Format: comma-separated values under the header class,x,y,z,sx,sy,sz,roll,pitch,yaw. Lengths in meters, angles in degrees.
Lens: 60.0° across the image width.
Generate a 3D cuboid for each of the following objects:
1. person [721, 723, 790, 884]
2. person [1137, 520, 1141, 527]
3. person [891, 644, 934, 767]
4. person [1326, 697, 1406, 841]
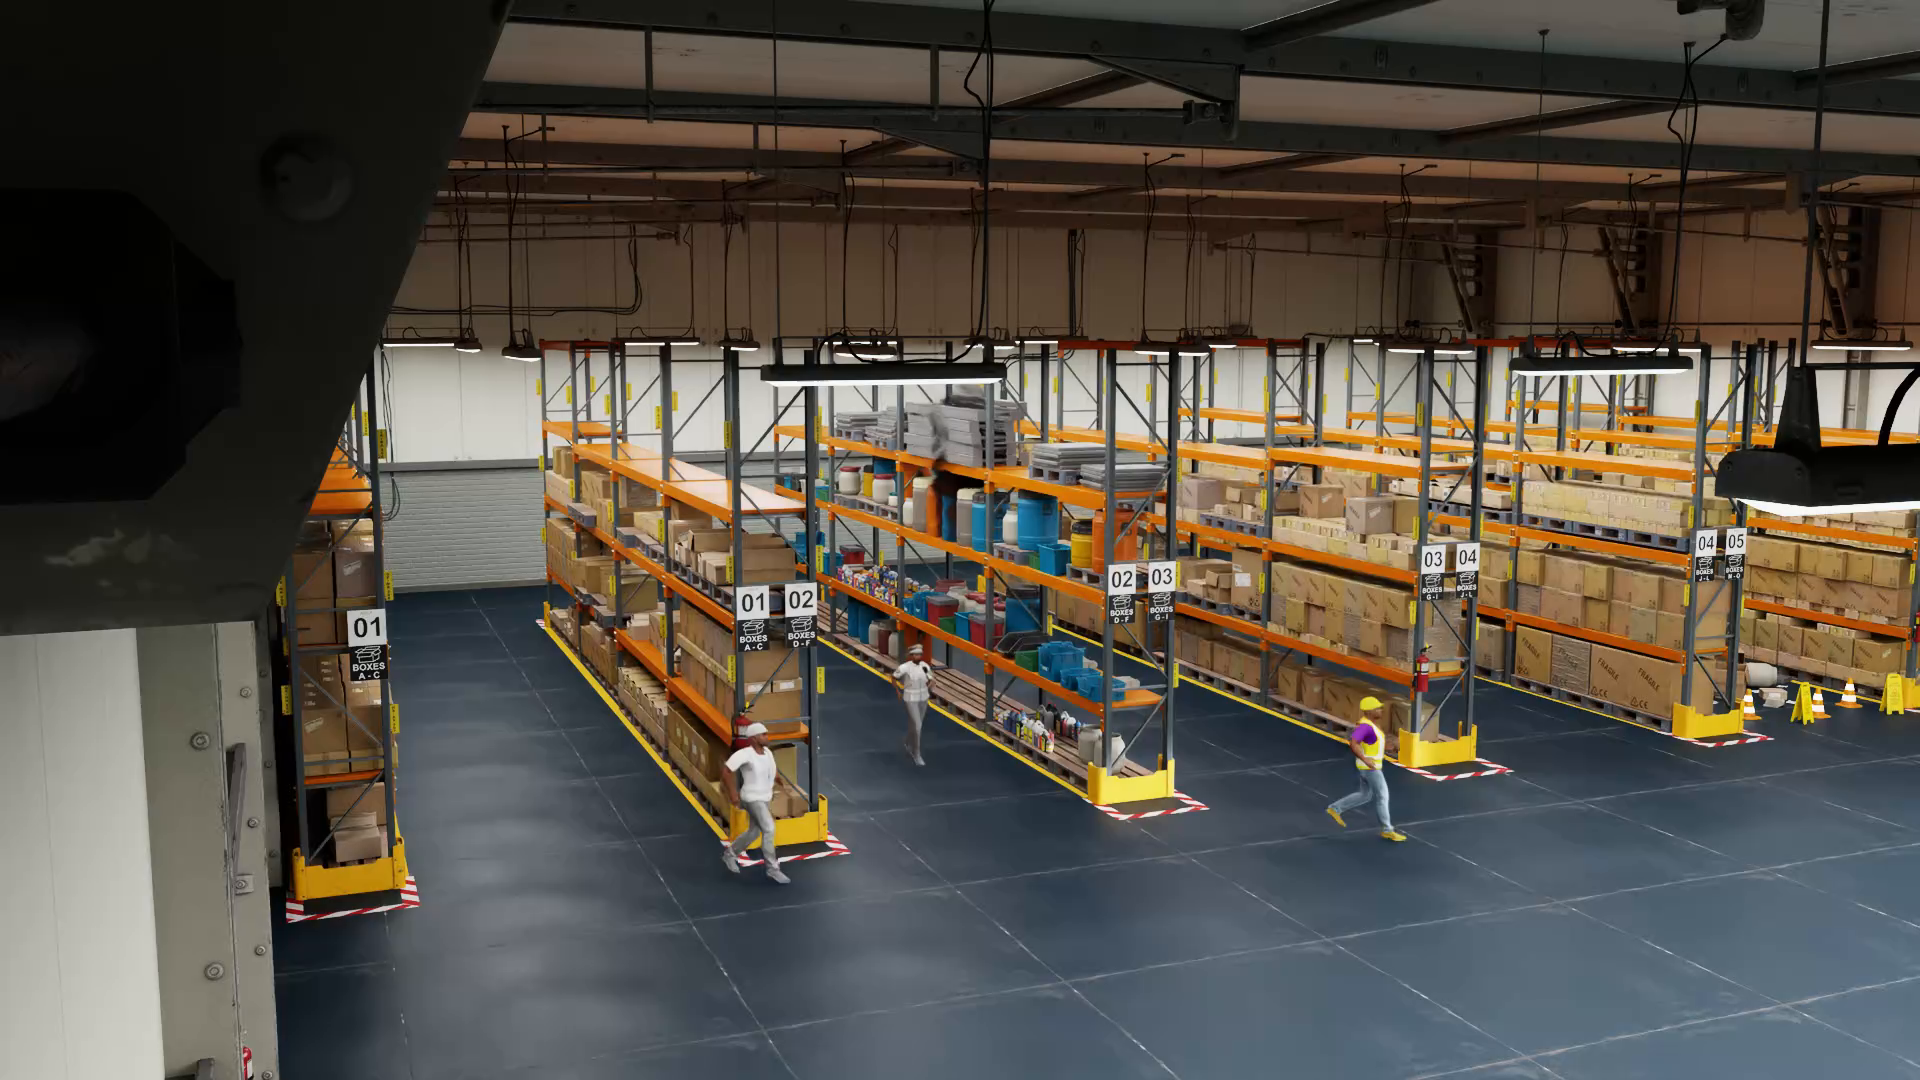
class,x,y,z,sx,sy,sz,roll,pitch,yaw
person,-2.281,2.978,19.063,0.916,1.751,0.728,3,8,23
person,4.208,0.216,40.558,0.660,1.644,0.911,7,10,41
person,-0.652,2.363,24.120,0.549,1.755,0.764,-5,9,-34
person,5.017,2.801,20.464,0.971,1.774,0.699,1,8,10
